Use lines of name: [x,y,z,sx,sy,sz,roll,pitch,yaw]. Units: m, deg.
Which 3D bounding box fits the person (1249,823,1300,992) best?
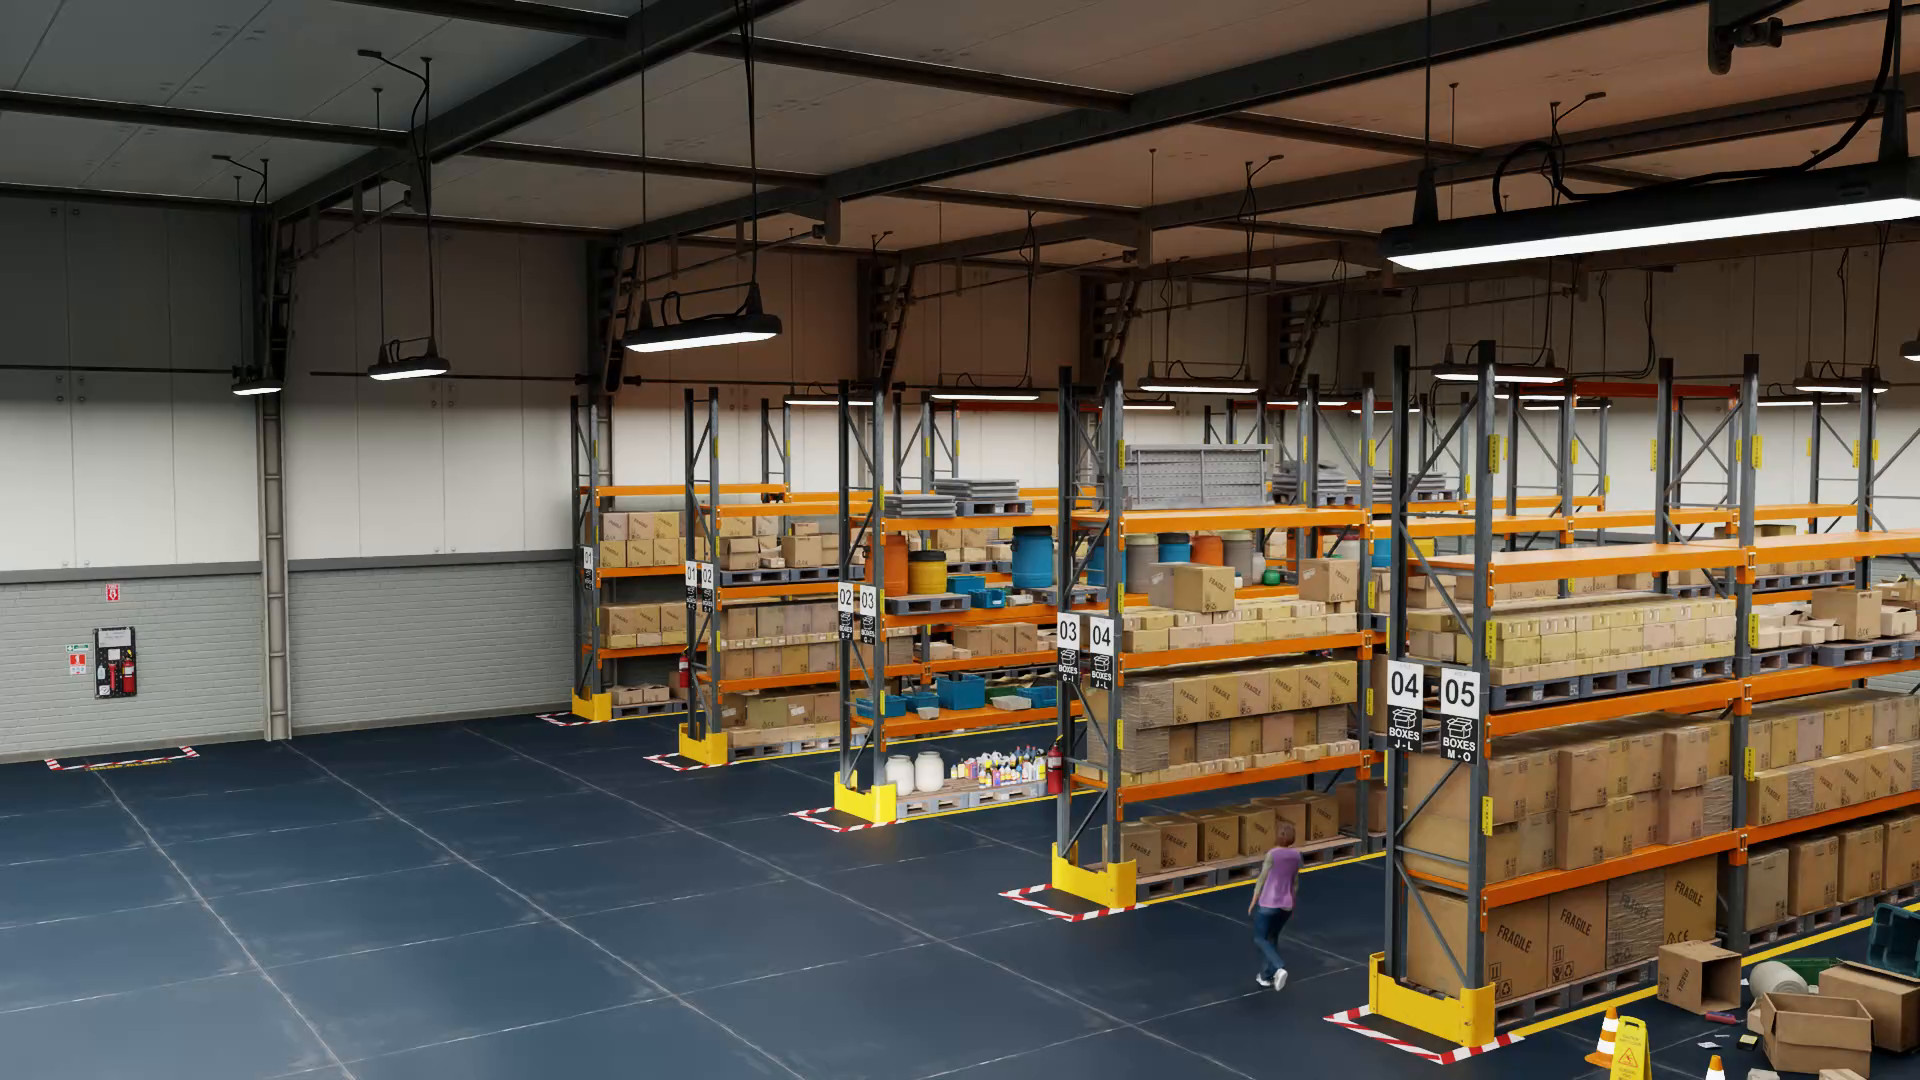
person: [2.976,3.435,15.532,0.479,1.575,0.711,-1,4,-18]
